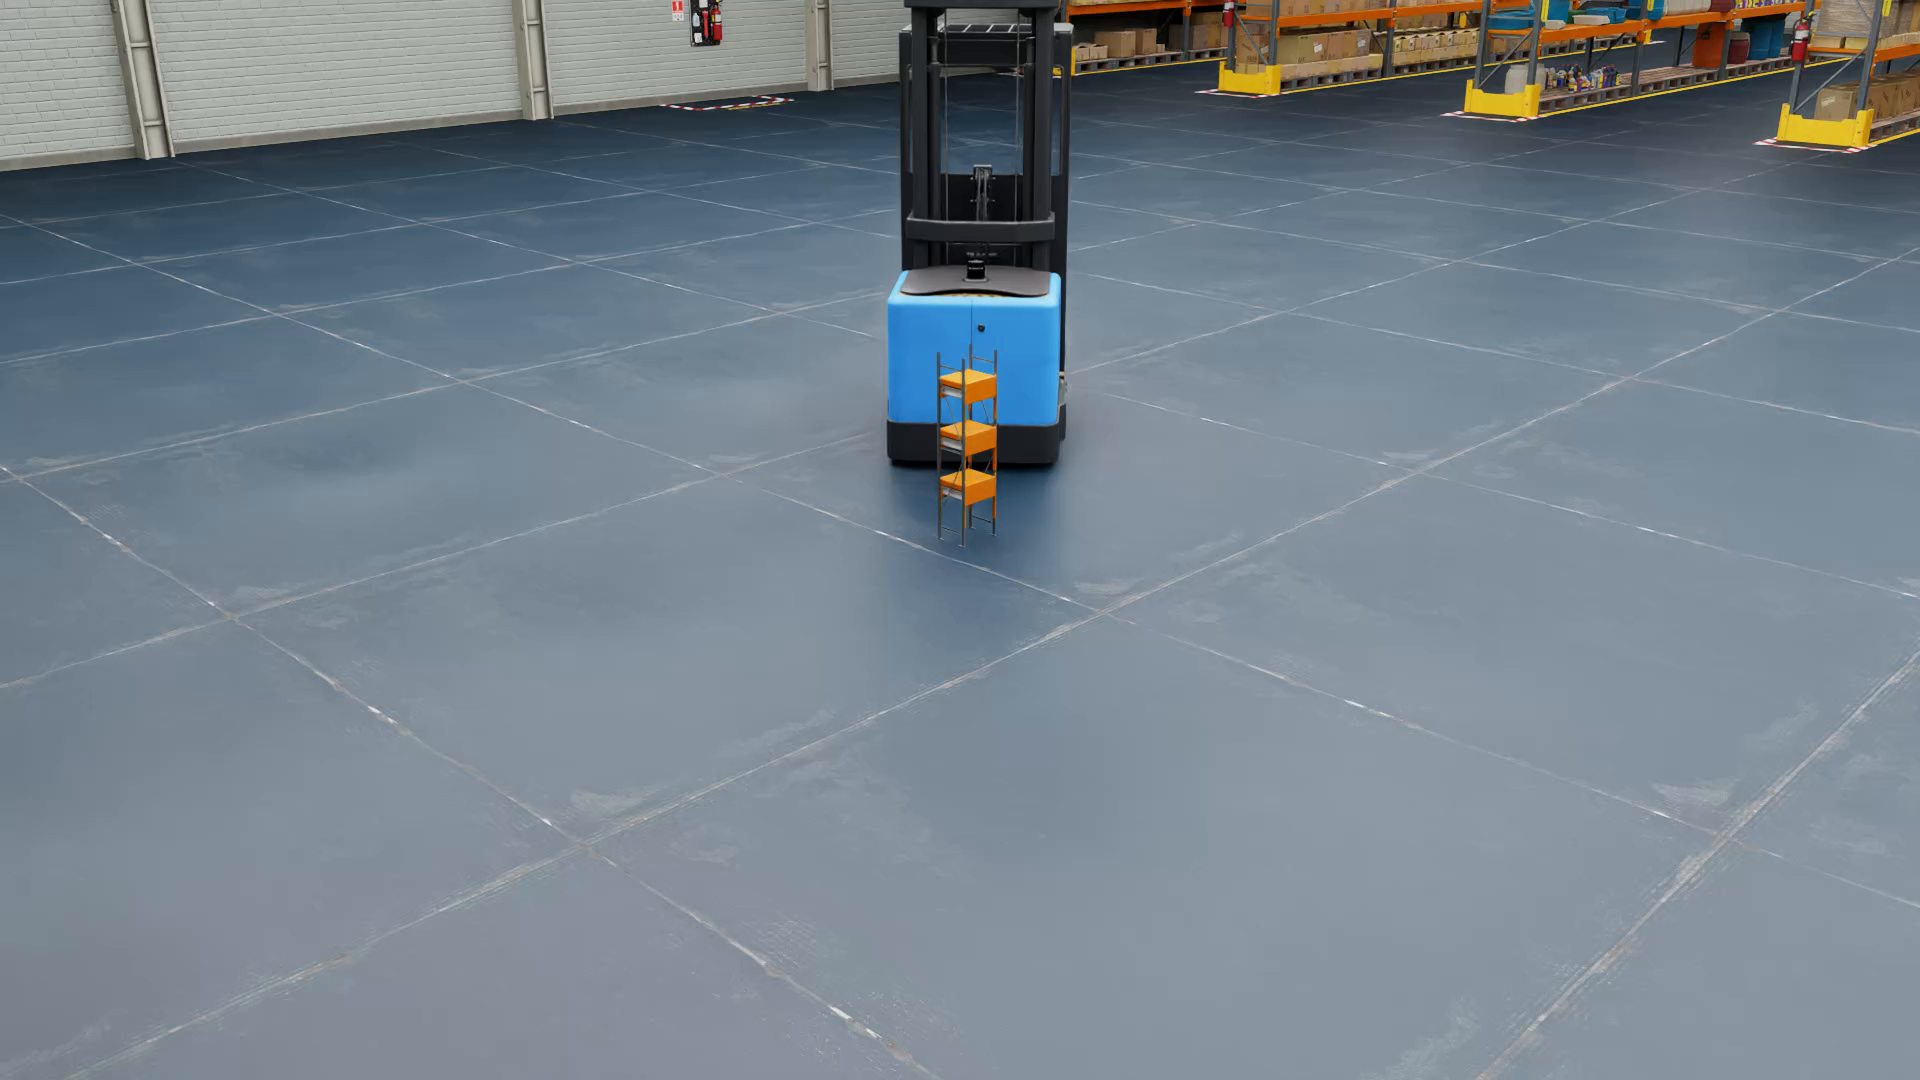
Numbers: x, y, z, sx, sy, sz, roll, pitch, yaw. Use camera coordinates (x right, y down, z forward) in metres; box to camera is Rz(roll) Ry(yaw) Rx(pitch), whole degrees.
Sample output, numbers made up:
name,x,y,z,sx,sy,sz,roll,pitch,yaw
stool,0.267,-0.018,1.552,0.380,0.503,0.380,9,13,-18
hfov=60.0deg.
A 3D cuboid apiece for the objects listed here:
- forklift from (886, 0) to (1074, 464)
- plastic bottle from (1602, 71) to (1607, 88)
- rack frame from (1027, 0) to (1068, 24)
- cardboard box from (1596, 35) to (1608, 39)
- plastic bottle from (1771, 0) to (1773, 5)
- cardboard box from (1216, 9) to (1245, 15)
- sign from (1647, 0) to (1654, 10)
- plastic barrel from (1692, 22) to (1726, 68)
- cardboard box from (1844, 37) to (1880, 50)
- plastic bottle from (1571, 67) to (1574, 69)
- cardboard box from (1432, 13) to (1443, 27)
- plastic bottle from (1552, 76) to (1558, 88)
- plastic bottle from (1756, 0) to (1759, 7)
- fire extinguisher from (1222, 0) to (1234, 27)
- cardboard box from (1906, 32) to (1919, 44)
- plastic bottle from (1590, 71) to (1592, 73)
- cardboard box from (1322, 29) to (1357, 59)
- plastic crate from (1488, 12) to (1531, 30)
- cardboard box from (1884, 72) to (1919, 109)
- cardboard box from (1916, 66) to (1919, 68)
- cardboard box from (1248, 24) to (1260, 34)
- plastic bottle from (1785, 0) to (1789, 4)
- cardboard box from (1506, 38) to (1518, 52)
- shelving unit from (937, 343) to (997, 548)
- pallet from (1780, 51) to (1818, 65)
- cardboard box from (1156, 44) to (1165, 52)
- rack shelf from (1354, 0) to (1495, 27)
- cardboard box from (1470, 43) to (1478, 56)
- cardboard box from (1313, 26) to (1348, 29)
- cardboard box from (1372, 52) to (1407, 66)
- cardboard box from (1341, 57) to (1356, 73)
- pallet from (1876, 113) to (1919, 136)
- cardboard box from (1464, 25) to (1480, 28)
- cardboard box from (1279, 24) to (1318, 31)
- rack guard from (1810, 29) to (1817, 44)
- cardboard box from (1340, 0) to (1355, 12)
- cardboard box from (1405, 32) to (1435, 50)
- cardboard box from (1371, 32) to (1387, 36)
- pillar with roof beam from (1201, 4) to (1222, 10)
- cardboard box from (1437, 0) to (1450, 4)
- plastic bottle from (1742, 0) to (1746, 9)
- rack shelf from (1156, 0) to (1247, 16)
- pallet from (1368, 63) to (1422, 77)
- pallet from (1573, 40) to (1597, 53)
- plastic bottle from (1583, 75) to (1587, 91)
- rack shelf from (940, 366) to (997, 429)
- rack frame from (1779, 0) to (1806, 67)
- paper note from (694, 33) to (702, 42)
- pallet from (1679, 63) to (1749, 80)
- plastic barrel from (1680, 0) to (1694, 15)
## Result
name,x,y,z,sx,sy,sz,roll,pitch,yaw
forklift,0.178,-2.316,11.014,1.130,2.935,3.031,2,21,4
plastic bottle,11.171,-7.992,28.859,0.133,0.283,0.061,-18,27,-39
rack frame,1.743,-10.845,33.109,1.000,3.000,0.127,19,28,41
cardboard box,14.973,-12.215,39.540,0.797,0.503,0.637,19,28,41
plastic bottle,16.246,-10.821,33.323,0.097,0.201,0.097,0,21,0
cardboard box,6.061,-11.828,37.492,0.500,0.250,0.500,19,28,40
sign,12.018,-9.382,28.918,0.100,0.325,0.005,19,28,41
plastic barrel,14.751,-9.735,32.661,0.600,0.830,0.708,19,28,41
cardboard box,12.760,-7.022,23.514,0.380,0.149,0.250,19,28,41
plastic bottle,10.890,-8.266,29.581,0.135,0.276,0.152,-19,28,-40
cardboard box,12.139,-13.654,43.315,0.700,0.500,0.500,19,28,40
plastic bottle,10.330,-7.965,28.903,0.097,0.201,0.097,0,21,0
plastic bottle,15.701,-10.653,32.788,0.097,0.271,0.097,0,21,0
fire extinguisher,4.880,-9.656,30.124,0.296,0.674,0.183,19,28,41
cardboard box,13.876,-7.383,24.454,0.380,0.149,0.250,19,28,41
plastic bottle,10.939,-7.980,28.829,0.061,0.283,0.133,19,28,41
cardboard box,7.215,-9.468,31.729,0.500,0.500,0.500,19,28,41
plastic crate,8.976,-8.500,27.215,0.499,0.251,0.616,19,28,41
cardboard box,14.873,-7.090,26.240,0.500,0.500,0.500,18,28,39
cardboard box,15.971,-7.463,27.181,0.700,0.500,0.500,19,28,40
cardboard box,6.416,-11.639,38.045,0.700,0.500,0.500,19,28,41
plastic bottle,16.806,-11.109,33.865,0.144,0.351,0.185,19,28,41
cardboard box,11.759,-10.883,36.078,0.500,0.500,0.500,18,27,39
shelving unit,0.037,-0.504,8.922,0.215,1.050,0.252,19,28,41
pallet,17.698,-10.347,35.701,1.003,0.211,1.213,19,28,41
cardboard box,4.182,-10.611,35.837,0.380,0.166,0.250,15,26,34
rack shelf,9.481,-10.813,34.028,1.077,0.370,4.000,19,28,41
cardboard box,10.684,-10.379,35.144,0.500,0.250,0.500,-19,28,-41
cardboard box,7.194,-9.726,32.399,0.500,0.500,0.500,19,28,41
cardboard box,8.544,-9.589,33.088,0.500,0.250,0.500,18,28,39
cardboard box,7.224,-9.115,31.855,0.500,0.250,0.500,19,28,41
pallet,13.886,-6.356,25.317,1.003,0.211,1.213,19,28,41
cardboard box,11.360,-11.000,36.384,0.500,0.500,0.500,-19,28,-40
cardboard box,7.931,-12.250,39.176,0.750,0.750,0.750,19,28,40
rack guard,20.011,-11.321,37.832,1.175,0.500,0.348,19,28,41
cardboard box,7.064,-10.300,31.553,0.500,0.500,0.700,-20,28,-41
cardboard box,9.265,-10.113,33.671,0.500,0.311,0.500,18,27,39
cardboard box,8.521,-10.120,33.688,0.500,0.311,0.500,-19,28,-41
pillar with roof beam,8.882,-14.507,34.274,9.100,9.000,0.400,19,28,41
cardboard box,9.717,-11.274,34.086,0.500,0.500,0.500,17,27,38
plastic bottle,15.218,-10.471,32.299,0.061,0.283,0.133,19,28,41
rack shelf,5.929,-12.052,37.251,1.077,0.370,4.000,19,28,41
pallet,8.571,-9.532,33.580,1.003,0.211,1.213,19,28,41
pallet,14.146,-11.565,38.871,1.003,0.211,1.213,19,28,41
plastic bottle,10.638,-7.799,28.375,0.097,0.271,0.097,0,21,0
rack shelf,0.037,-0.759,8.824,0.215,0.259,0.240,19,28,41
rack frame,17.213,-11.450,34.684,1.000,3.000,0.127,19,28,41
paper note,-4.498,-8.634,28.585,0.016,0.148,0.142,19,28,41
pallet,14.942,-9.333,33.063,1.003,0.211,1.213,19,28,41
plastic barrel,13.270,-9.948,30.586,0.433,0.535,0.433,0,21,0
